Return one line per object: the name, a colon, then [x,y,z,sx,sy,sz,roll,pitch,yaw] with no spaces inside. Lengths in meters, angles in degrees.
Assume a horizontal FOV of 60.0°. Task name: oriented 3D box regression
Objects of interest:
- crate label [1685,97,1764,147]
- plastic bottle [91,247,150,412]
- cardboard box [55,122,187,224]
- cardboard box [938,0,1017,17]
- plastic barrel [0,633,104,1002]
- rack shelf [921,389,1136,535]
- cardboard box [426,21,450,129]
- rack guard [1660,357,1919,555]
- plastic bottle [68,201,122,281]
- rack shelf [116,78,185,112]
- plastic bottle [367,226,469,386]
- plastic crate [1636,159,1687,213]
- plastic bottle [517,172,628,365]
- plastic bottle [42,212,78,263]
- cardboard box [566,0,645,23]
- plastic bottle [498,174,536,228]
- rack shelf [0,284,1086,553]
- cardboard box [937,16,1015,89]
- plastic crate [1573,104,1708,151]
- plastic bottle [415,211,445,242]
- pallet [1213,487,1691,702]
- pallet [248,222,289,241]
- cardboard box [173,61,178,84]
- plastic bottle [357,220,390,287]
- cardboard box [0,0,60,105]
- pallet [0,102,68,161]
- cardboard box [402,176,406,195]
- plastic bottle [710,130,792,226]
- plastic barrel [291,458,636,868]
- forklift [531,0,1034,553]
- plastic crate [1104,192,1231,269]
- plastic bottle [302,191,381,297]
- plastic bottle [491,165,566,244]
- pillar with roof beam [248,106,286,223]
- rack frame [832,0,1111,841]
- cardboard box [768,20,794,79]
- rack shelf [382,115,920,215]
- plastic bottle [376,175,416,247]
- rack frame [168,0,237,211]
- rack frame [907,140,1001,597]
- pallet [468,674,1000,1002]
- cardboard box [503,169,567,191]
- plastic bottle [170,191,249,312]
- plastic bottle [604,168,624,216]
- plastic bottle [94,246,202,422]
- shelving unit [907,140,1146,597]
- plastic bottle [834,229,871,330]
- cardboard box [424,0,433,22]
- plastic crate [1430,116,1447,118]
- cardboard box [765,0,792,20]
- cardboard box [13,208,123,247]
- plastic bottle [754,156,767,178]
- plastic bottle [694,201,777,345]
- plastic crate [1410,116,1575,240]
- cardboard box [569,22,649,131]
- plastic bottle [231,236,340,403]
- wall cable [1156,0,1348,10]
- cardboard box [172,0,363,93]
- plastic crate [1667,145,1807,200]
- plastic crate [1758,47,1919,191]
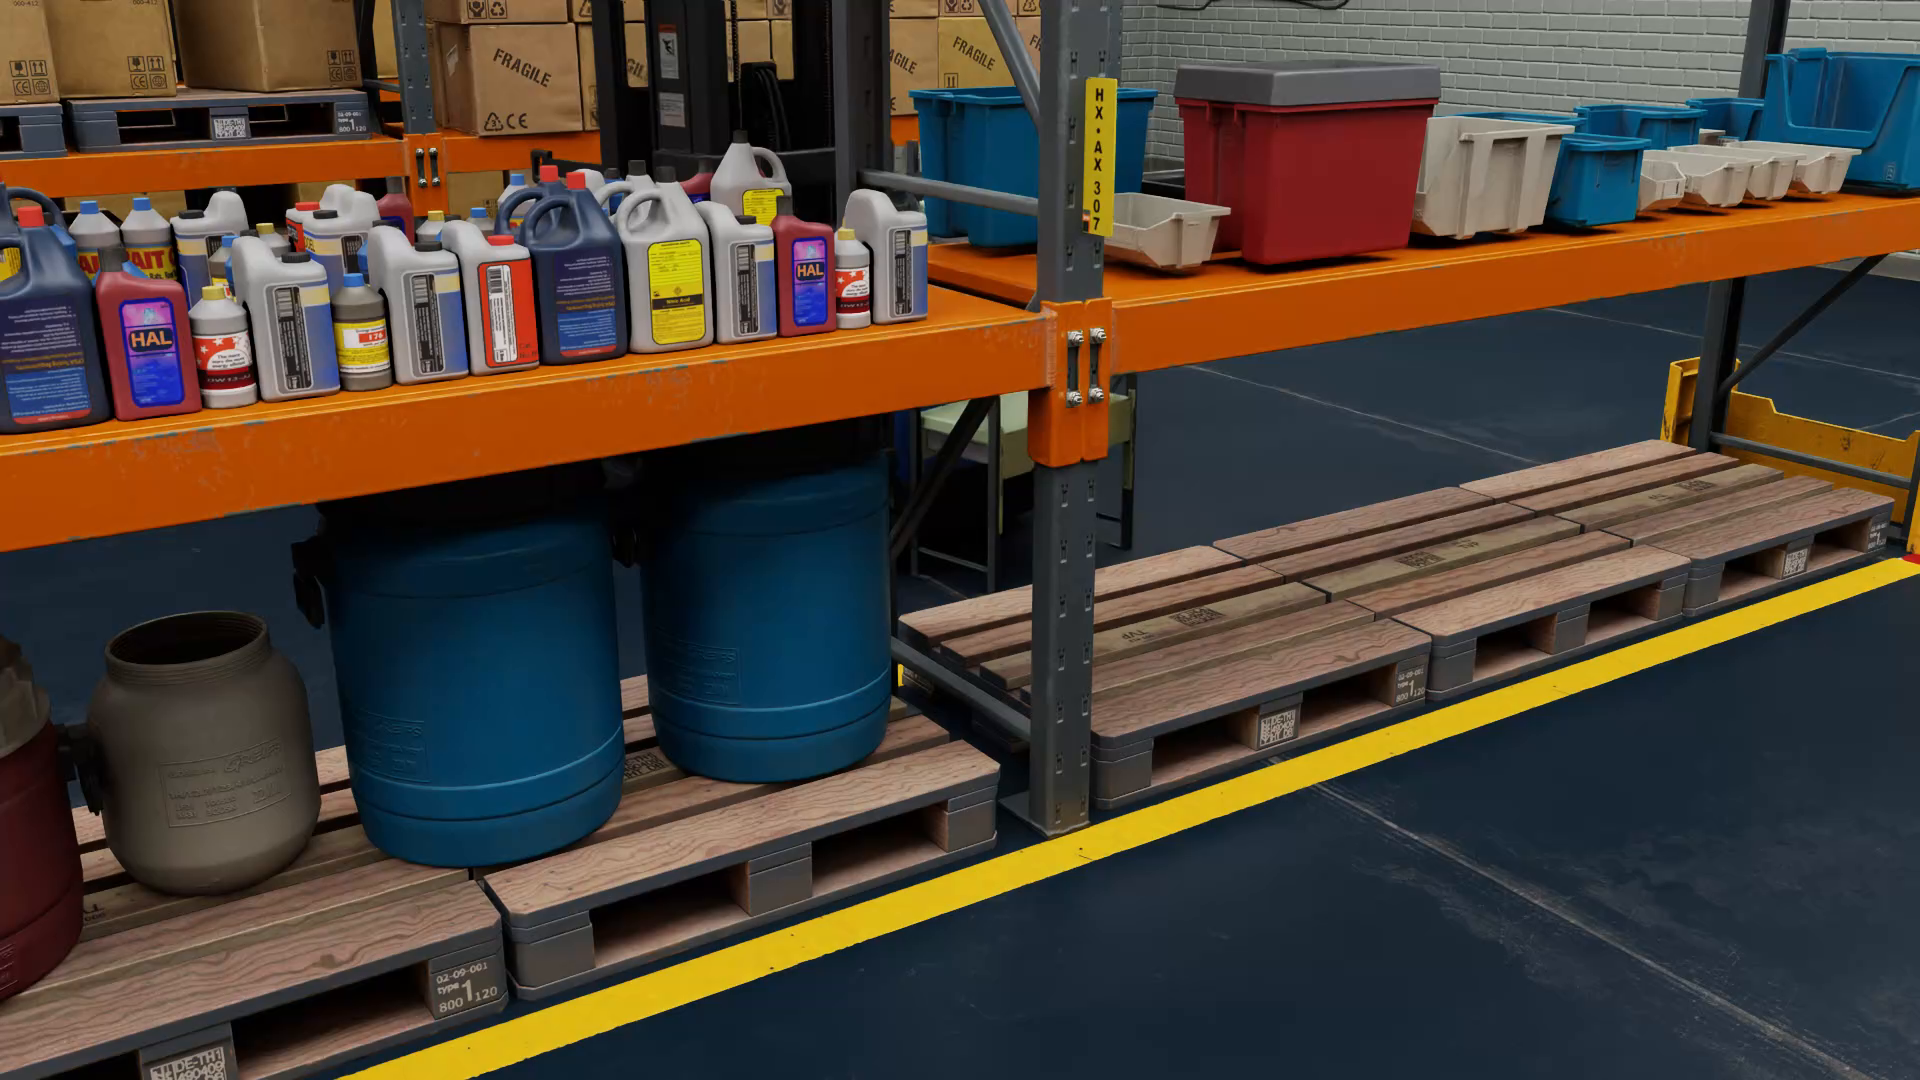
crate label: [2.949,-1.528,6.248,0.303,0.233,0.416,-12,22,-31]
plastic bottle: [-1.415,-0.360,2.827,0.097,0.271,0.097,0,19,0]
cardboard box: [-5.925,-2.511,11.688,0.750,0.750,0.750,-12,22,-31]
cardboard box: [-0.027,-3.139,9.130,0.500,0.500,0.500,-11,22,-30]
plastic barrel: [-2.003,0.529,3.106,0.708,0.588,0.600,-12,22,-31]
rack shelf: [0.230,-0.322,5.872,0.431,0.370,0.720,17,25,40]
cardboard box: [-2.449,-2.359,8.383,0.500,0.500,0.500,-11,22,-31]
rack guard: [3.349,-0.358,6.522,0.348,0.500,1.175,-12,22,-31]
plastic bottle: [-1.761,-0.555,3.403,0.097,0.271,0.097,0,19,0]
rack shelf: [-7.124,-2.786,10.926,4.000,0.370,1.077,-12,22,-31]
plastic bottle: [-0.995,-0.438,3.050,0.135,0.276,0.152,-12,22,-31]
plastic crate: [2.048,-1.086,5.090,0.250,0.136,0.298,-12,22,-31]
plastic bottle: [-0.747,-0.524,3.188,0.185,0.351,0.144,-12,22,-31]
plastic bottle: [-1.763,-0.499,3.238,0.097,0.271,0.097,0,19,0]
cardboard box: [-1.747,-2.775,8.051,0.500,0.500,0.500,-13,22,-33]
plastic bottle: [-1.018,-0.711,3.866,0.097,0.271,0.097,0,19,0]
rack shelf: [-1.675,-0.136,3.088,4.000,0.370,1.077,-12,22,-31]
cardboard box: [-0.041,-2.663,9.282,0.500,0.500,0.500,-12,22,-31]
plastic crate: [2.399,-1.412,5.905,0.300,0.233,0.416,-12,22,-31]
plastic bottle: [-1.181,-0.644,3.776,0.097,0.201,0.097,0,19,0]
pallet: [1.608,0.135,5.514,1.213,0.211,1.003,-12,22,-31]
pallet: [-4.775,-2.271,12.634,1.213,0.211,1.003,-12,22,-31]
cardboard box: [-5.580,-3.235,11.490,0.250,0.149,0.380,-12,22,-31]
plastic bottle: [-1.079,-0.466,3.140,0.097,0.271,0.097,0,19,0]
cardboard box: [-4.167,-2.074,6.883,0.700,0.500,0.500,16,24,39]
pallet: [-4.445,-1.703,6.899,1.213,0.211,1.003,-12,22,-31]
cardboard box: [-4.351,-2.686,12.754,0.500,0.500,0.700,-12,22,-32]
plastic bottle: [-0.511,-0.824,4.074,0.185,0.351,0.144,-12,22,-31]
plastic barrel: [-1.060,0.182,3.644,0.708,0.901,0.600,-12,22,-31]
forklift: [-1.101,-1.676,6.625,3.031,2.935,1.130,17,25,41]
plastic crate: [0.463,-0.777,4.177,0.243,0.136,0.396,-12,22,-31]
plastic bottle: [-1.290,-0.587,3.492,0.135,0.276,0.152,-12,22,-31]
plastic bottle: [-0.826,-0.563,3.302,0.185,0.351,0.144,-12,22,-31]
pillar with roof beam: [-2.977,-5.524,8.535,0.400,9.000,9.100,-12,22,-31]
rack frame: [-0.005,-0.829,4.015,0.127,3.000,1.000,-12,22,-31]
cardboard box: [-0.881,-2.488,8.764,0.500,0.500,0.500,-12,22,-32]
rack shelf: [-1.055,-2.166,9.093,4.000,0.370,1.077,-12,22,-31]
plastic bottle: [-1.287,-0.667,3.717,0.133,0.283,0.061,-12,22,-31]
rack frame: [-5.453,-3.479,11.853,0.127,3.000,1.000,-12,22,-31]
rack frame: [-0.021,-0.545,5.515,0.400,1.500,0.023,17,25,40]
pallet: [-0.672,0.616,4.092,1.213,0.211,1.003,-12,22,-31]
cardboard box: [-3.480,-2.872,13.303,0.500,0.500,0.700,-13,22,-33]
plastic bottle: [-1.568,-0.587,3.491,0.135,0.276,0.152,-12,22,-31]
plastic bottle: [-0.824,-0.752,3.987,0.097,0.271,0.097,0,19,0]
plastic bottle: [-1.356,-0.348,2.771,0.133,0.283,0.061,-12,22,-31]
shelving unit: [0.230,-0.630,5.768,0.431,1.500,0.755,17,25,40]
plastic bottle: [-0.238,-0.552,3.503,0.097,0.201,0.097,0,19,0]
cardboard box: [-2.446,-2.834,8.228,0.500,0.500,0.500,-12,22,-31]
plastic crate: [1.599,-1.243,5.405,0.300,0.233,0.416,-12,22,-31]
cardboard box: [-0.886,-2.956,8.589,0.500,0.500,0.500,-11,22,-30]
cardboard box: [-4.099,-1.338,7.565,0.500,0.250,0.500,-12,22,-31]
plastic bottle: [-0.545,-0.824,4.180,0.133,0.283,0.061,-12,22,-31]
plastic bottle: [-0.461,-0.550,3.383,0.135,0.276,0.152,-12,22,-31]
plastic crate: [1.372,-1.021,4.674,0.530,0.282,0.437,-12,22,-31]
cardboard box: [-1.724,-2.310,8.239,0.500,0.500,0.500,-11,22,-30]
plastic bottle: [-1.188,-0.397,2.929,0.135,0.276,0.152,-12,22,-31]
wall cable: [2.808,-6.456,16.137,0.112,2.526,3.097,-12,22,-31]
cardboard box: [-3.244,-2.378,7.782,0.700,0.500,0.500,14,23,35]
plastic crate: [2.505,-1.198,5.423,0.243,0.136,0.396,-12,22,-31]
plastic crate: [3.159,-1.470,5.761,0.499,0.435,0.616,-12,22,-31]
